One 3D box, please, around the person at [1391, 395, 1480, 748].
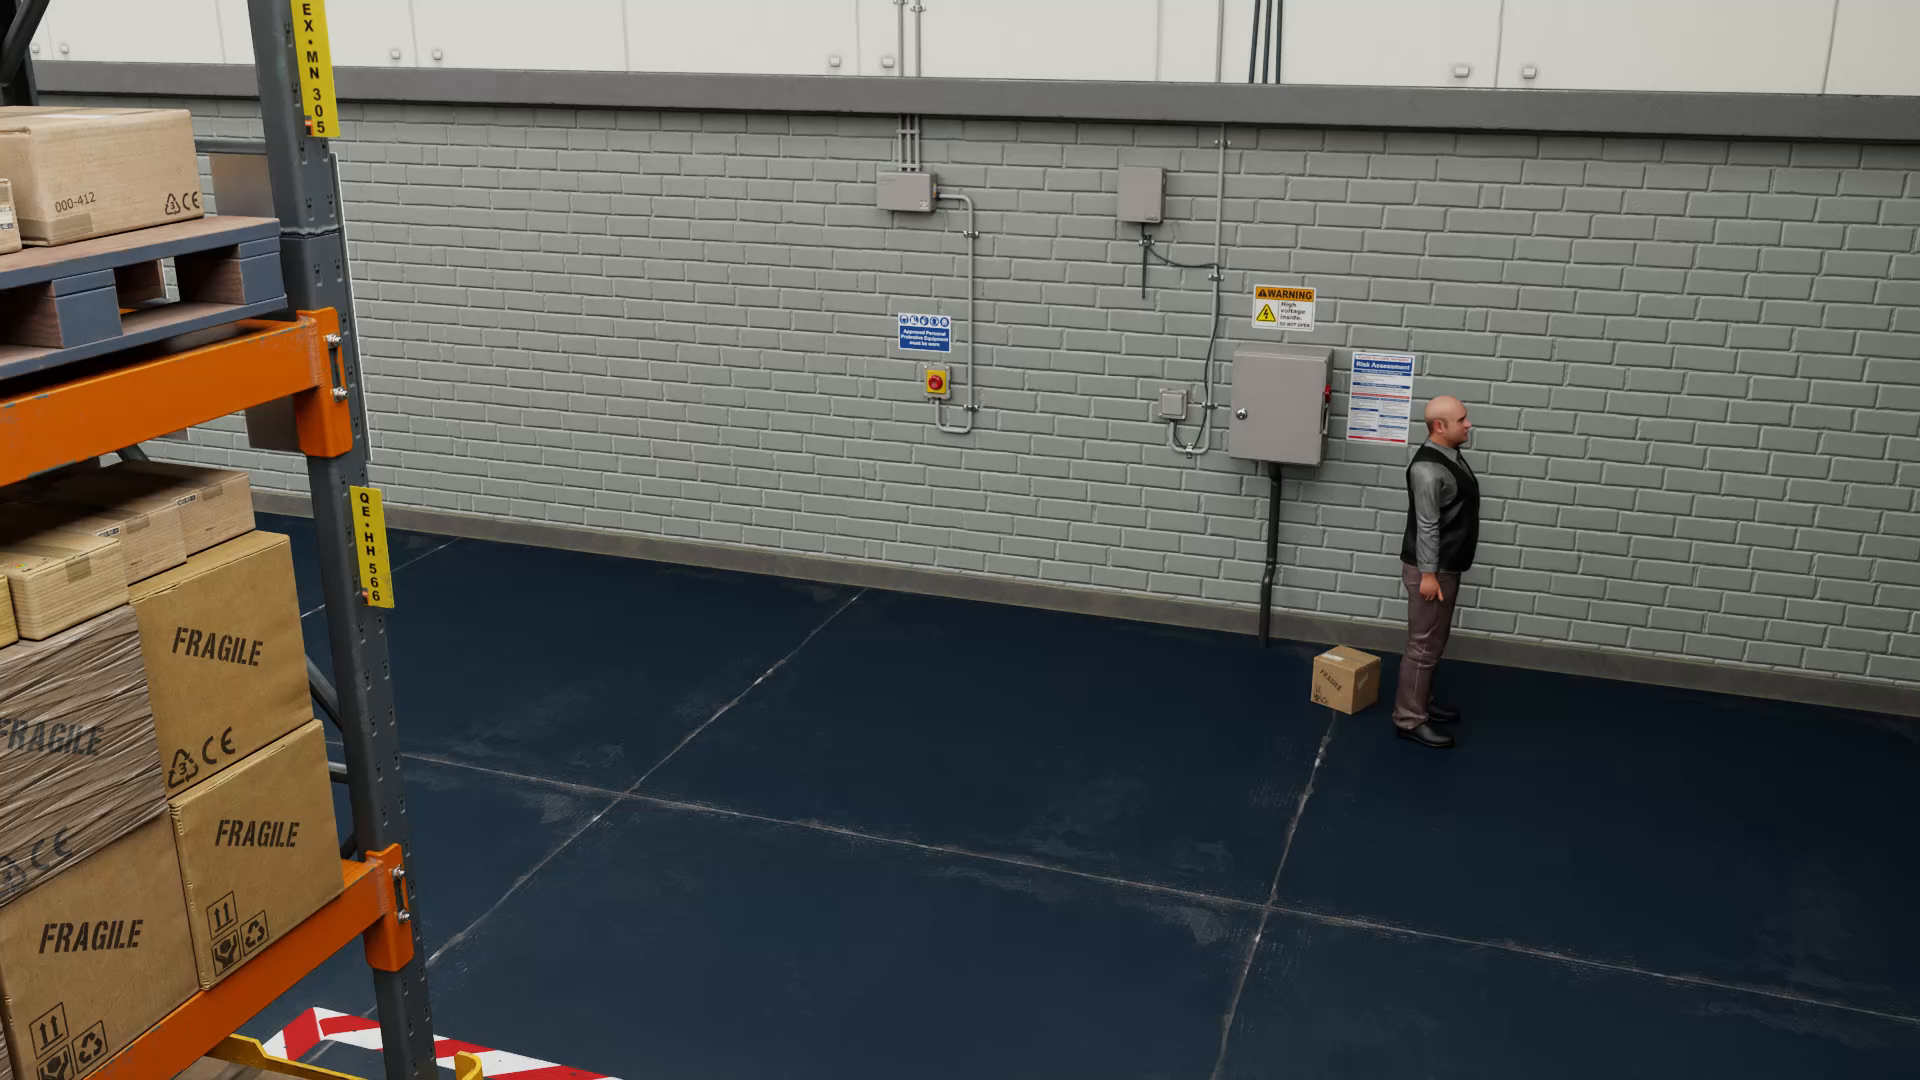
[{"bbox_3d":[2.352,0.134,8.194,0.358,1.725,0.530,7,20,20],"label":"person"}]
